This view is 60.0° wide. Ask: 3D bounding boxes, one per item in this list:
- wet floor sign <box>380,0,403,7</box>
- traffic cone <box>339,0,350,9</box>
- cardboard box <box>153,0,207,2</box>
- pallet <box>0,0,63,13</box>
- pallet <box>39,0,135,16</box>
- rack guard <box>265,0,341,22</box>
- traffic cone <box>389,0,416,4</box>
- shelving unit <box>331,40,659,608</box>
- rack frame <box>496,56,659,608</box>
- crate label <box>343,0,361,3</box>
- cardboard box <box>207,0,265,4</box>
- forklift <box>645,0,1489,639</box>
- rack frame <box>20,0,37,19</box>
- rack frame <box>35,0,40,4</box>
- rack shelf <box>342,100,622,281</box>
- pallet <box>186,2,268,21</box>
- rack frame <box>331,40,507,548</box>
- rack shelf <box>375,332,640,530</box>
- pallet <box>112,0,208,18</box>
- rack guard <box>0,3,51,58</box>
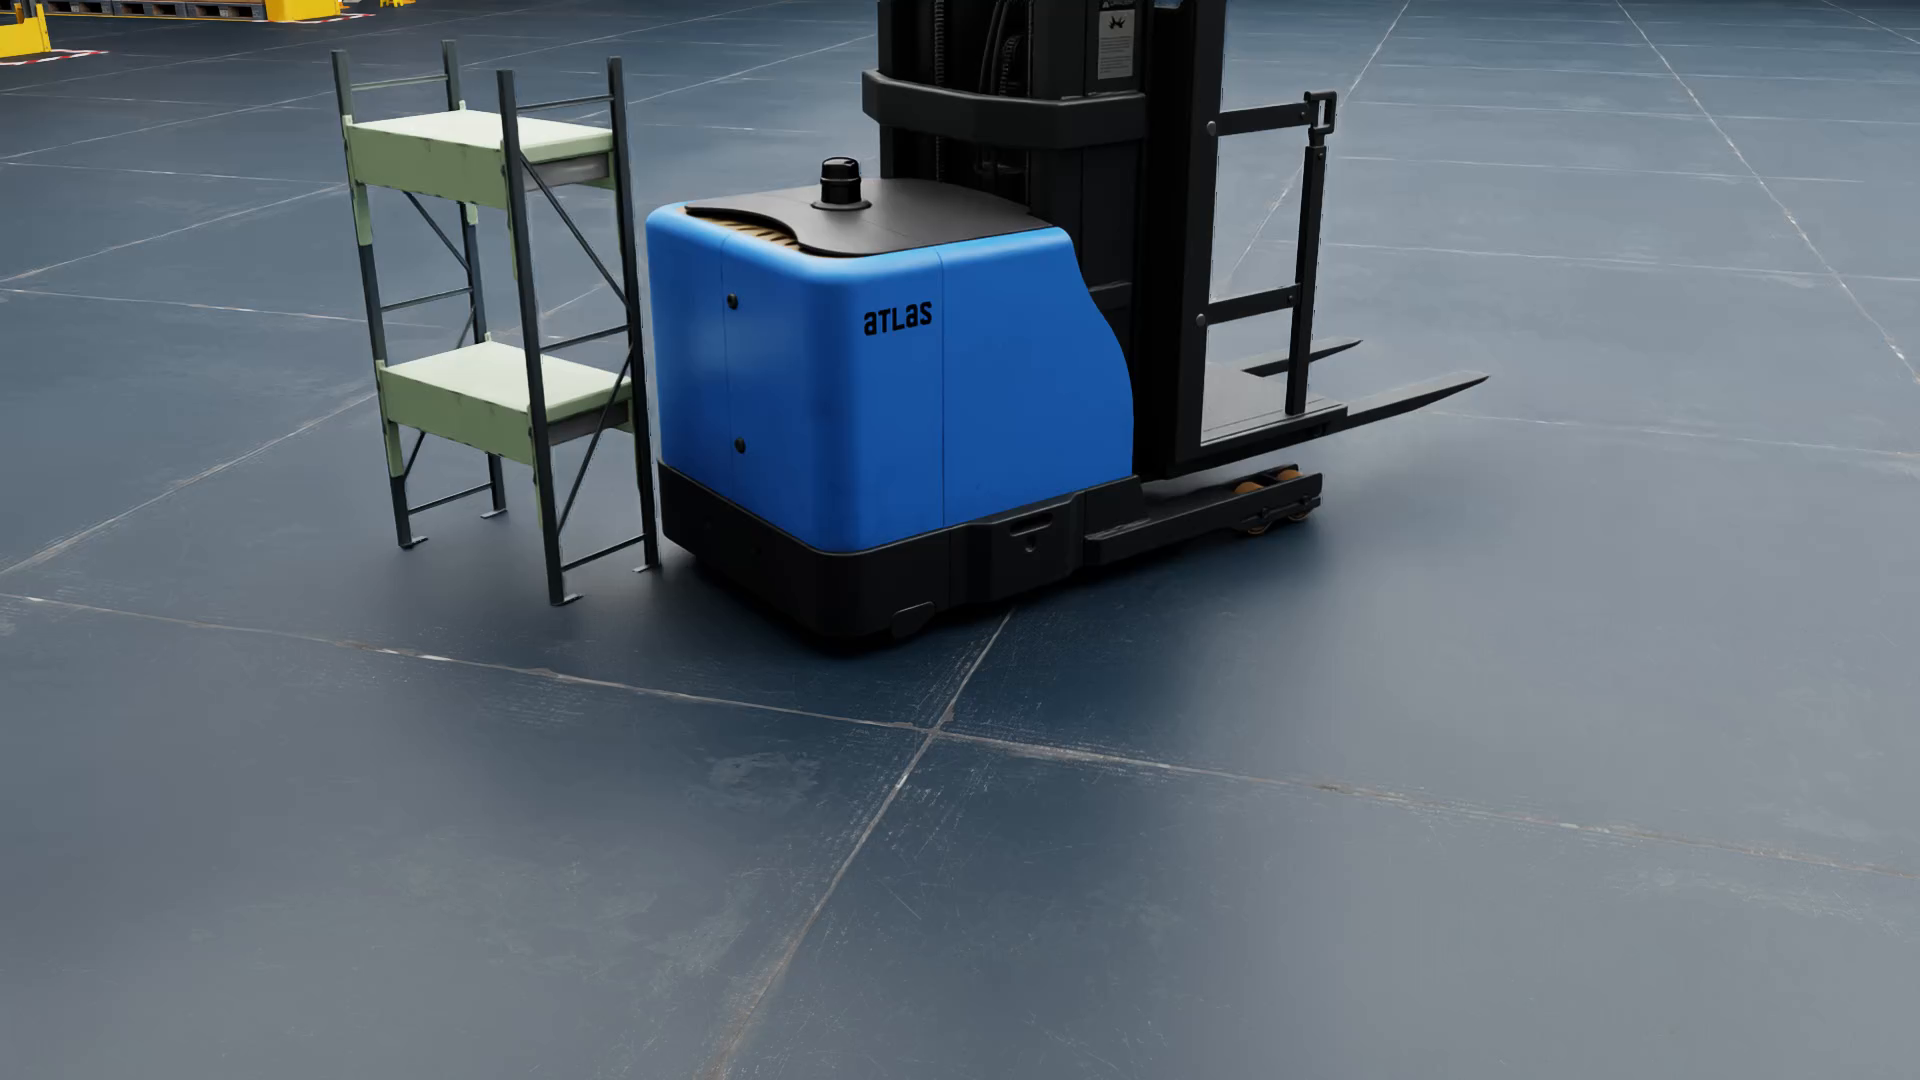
[{"bbox_3d":[-8.293,-8.092,24.147,0.232,0.644,0.267,3,22,6],"label":"wet floor sign"},{"bbox_3d":[-8.991,-7.865,23.835,0.334,0.463,0.336,7,23,16],"label":"traffic cone"},{"bbox_3d":[-10.404,-7.822,22.634,0.875,0.875,0.875,6,23,15],"label":"cardboard box"},{"bbox_3d":[-13.483,-7.671,23.692,1.213,0.211,1.003,7,23,16],"label":"pallet"},{"bbox_3d":[-12.017,-7.502,23.280,1.213,0.211,1.003,7,23,15],"label":"pallet"},{"bbox_3d":[-8.870,-7.306,22.422,0.348,0.500,1.175,7,23,16],"label":"rack guard"},{"bbox_3d":[-8.339,-8.239,24.745,0.334,0.463,0.336,7,23,16],"label":"traffic cone"},{"bbox_3d":[-1.340,-0.646,4.867,0.755,1.500,0.431,16,27,35],"label":"shelving unit"},{"bbox_3d":[-1.051,-0.560,4.659,0.023,1.500,0.400,16,27,35],"label":"rack frame"},{"bbox_3d":[-9.109,-8.152,24.962,0.298,0.136,0.250,-5,23,-12],"label":"crate label"},{"bbox_3d":[-9.561,-7.727,22.400,0.875,0.875,0.875,7,23,16],"label":"cardboard box"},{"bbox_3d":[0.560,-1.517,5.106,3.031,2.935,1.130,-16,27,-34],"label":"forklift"},{"bbox_3d":[-10.422,-6.674,17.588,0.127,3.000,1.000,7,23,16],"label":"rack frame"},{"bbox_3d":[-12.722,-8.904,23.023,0.127,3.000,1.000,7,23,16],"label":"rack frame"},{"bbox_3d":[-1.340,-1.007,4.719,0.720,0.370,0.431,16,27,35],"label":"rack shelf"},{"bbox_3d":[-9.681,-7.234,22.628,1.213,0.211,1.003,7,23,15],"label":"pallet"},{"bbox_3d":[-1.629,-0.731,5.075,0.023,1.500,0.400,16,27,35],"label":"rack frame"},{"bbox_3d":[-1.341,-0.344,4.990,0.720,0.370,0.431,16,27,35],"label":"rack shelf"},{"bbox_3d":[-10.845,-7.369,22.956,1.213,0.211,1.003,7,23,15],"label":"pallet"},{"bbox_3d":[-10.495,-5.526,18.083,0.348,0.500,1.175,7,23,16],"label":"rack guard"}]
